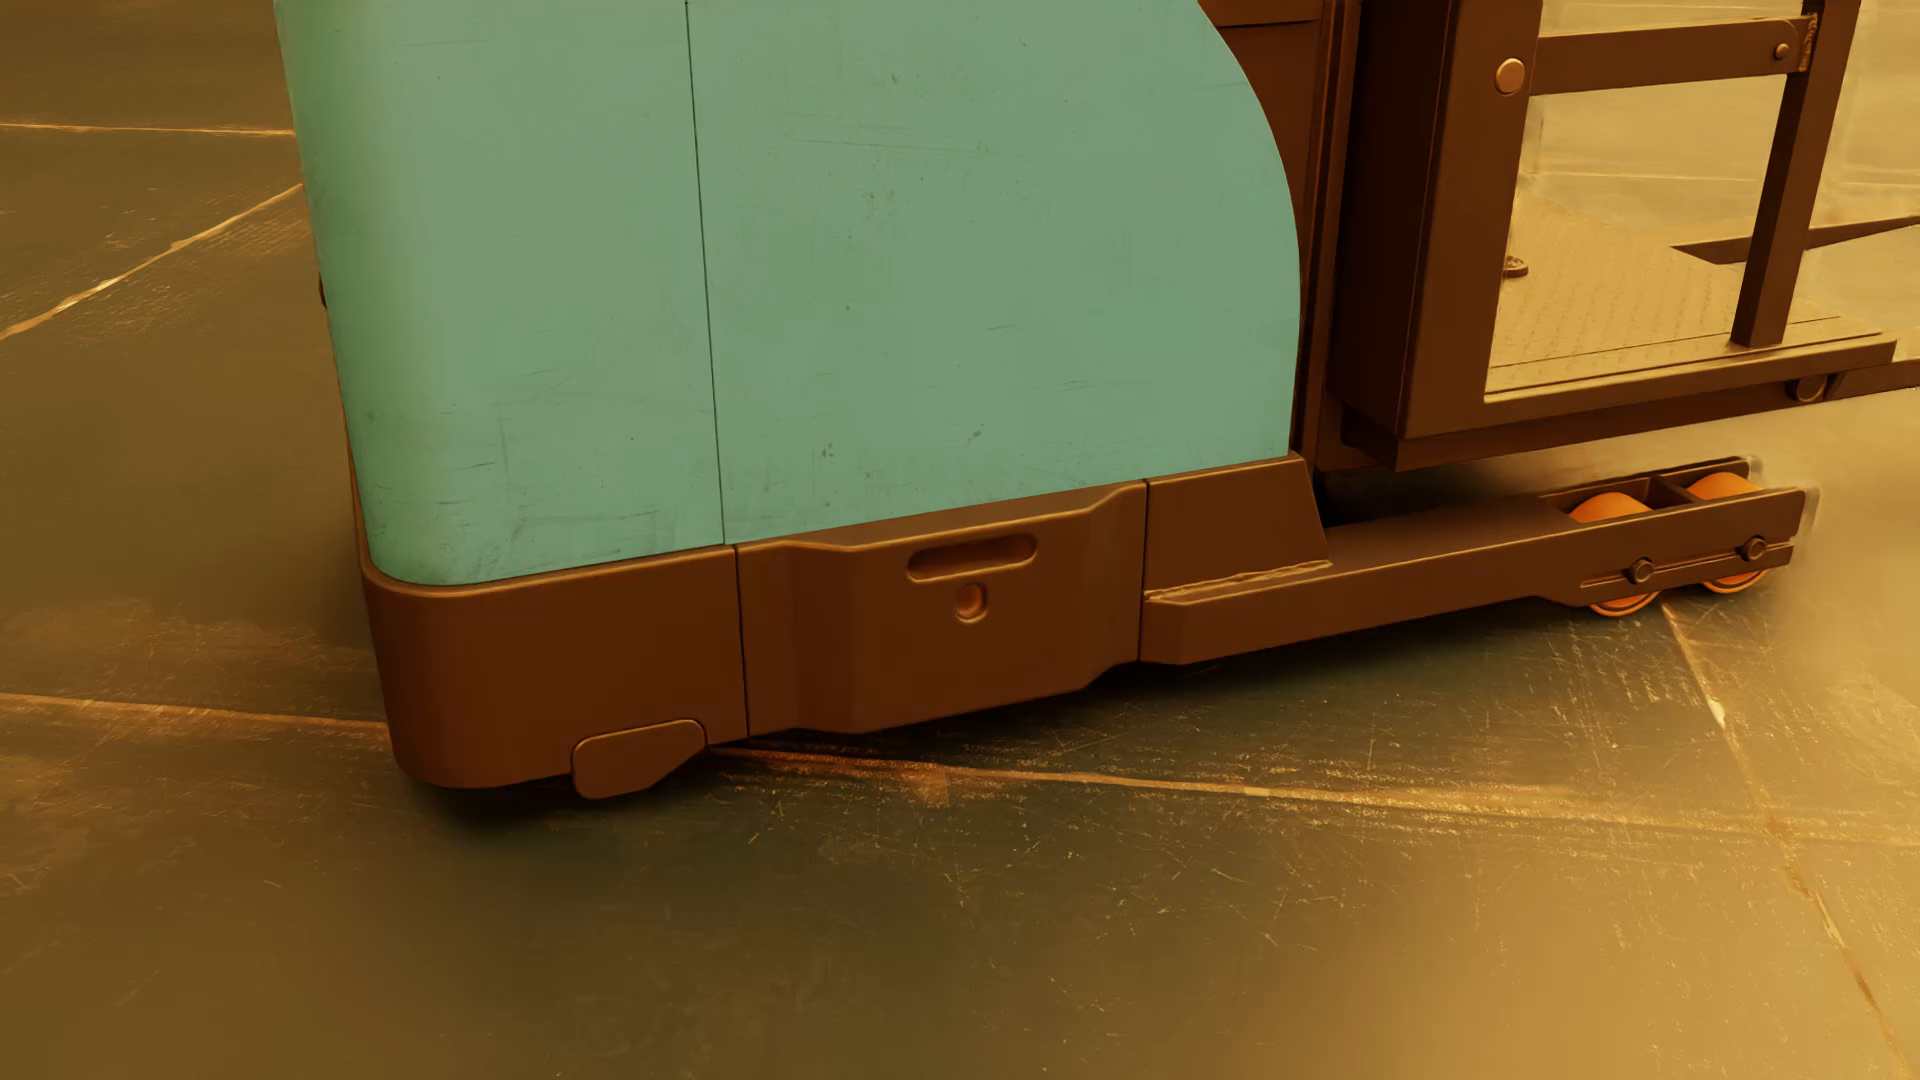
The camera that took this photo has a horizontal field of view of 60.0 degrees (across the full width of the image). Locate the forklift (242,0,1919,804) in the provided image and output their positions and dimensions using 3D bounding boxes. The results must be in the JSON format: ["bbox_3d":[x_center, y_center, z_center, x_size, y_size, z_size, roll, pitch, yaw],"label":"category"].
[{"bbox_3d":[0.619,-1.414,2.051,3.031,2.935,1.130,-9,28,-18],"label":"forklift"}]
